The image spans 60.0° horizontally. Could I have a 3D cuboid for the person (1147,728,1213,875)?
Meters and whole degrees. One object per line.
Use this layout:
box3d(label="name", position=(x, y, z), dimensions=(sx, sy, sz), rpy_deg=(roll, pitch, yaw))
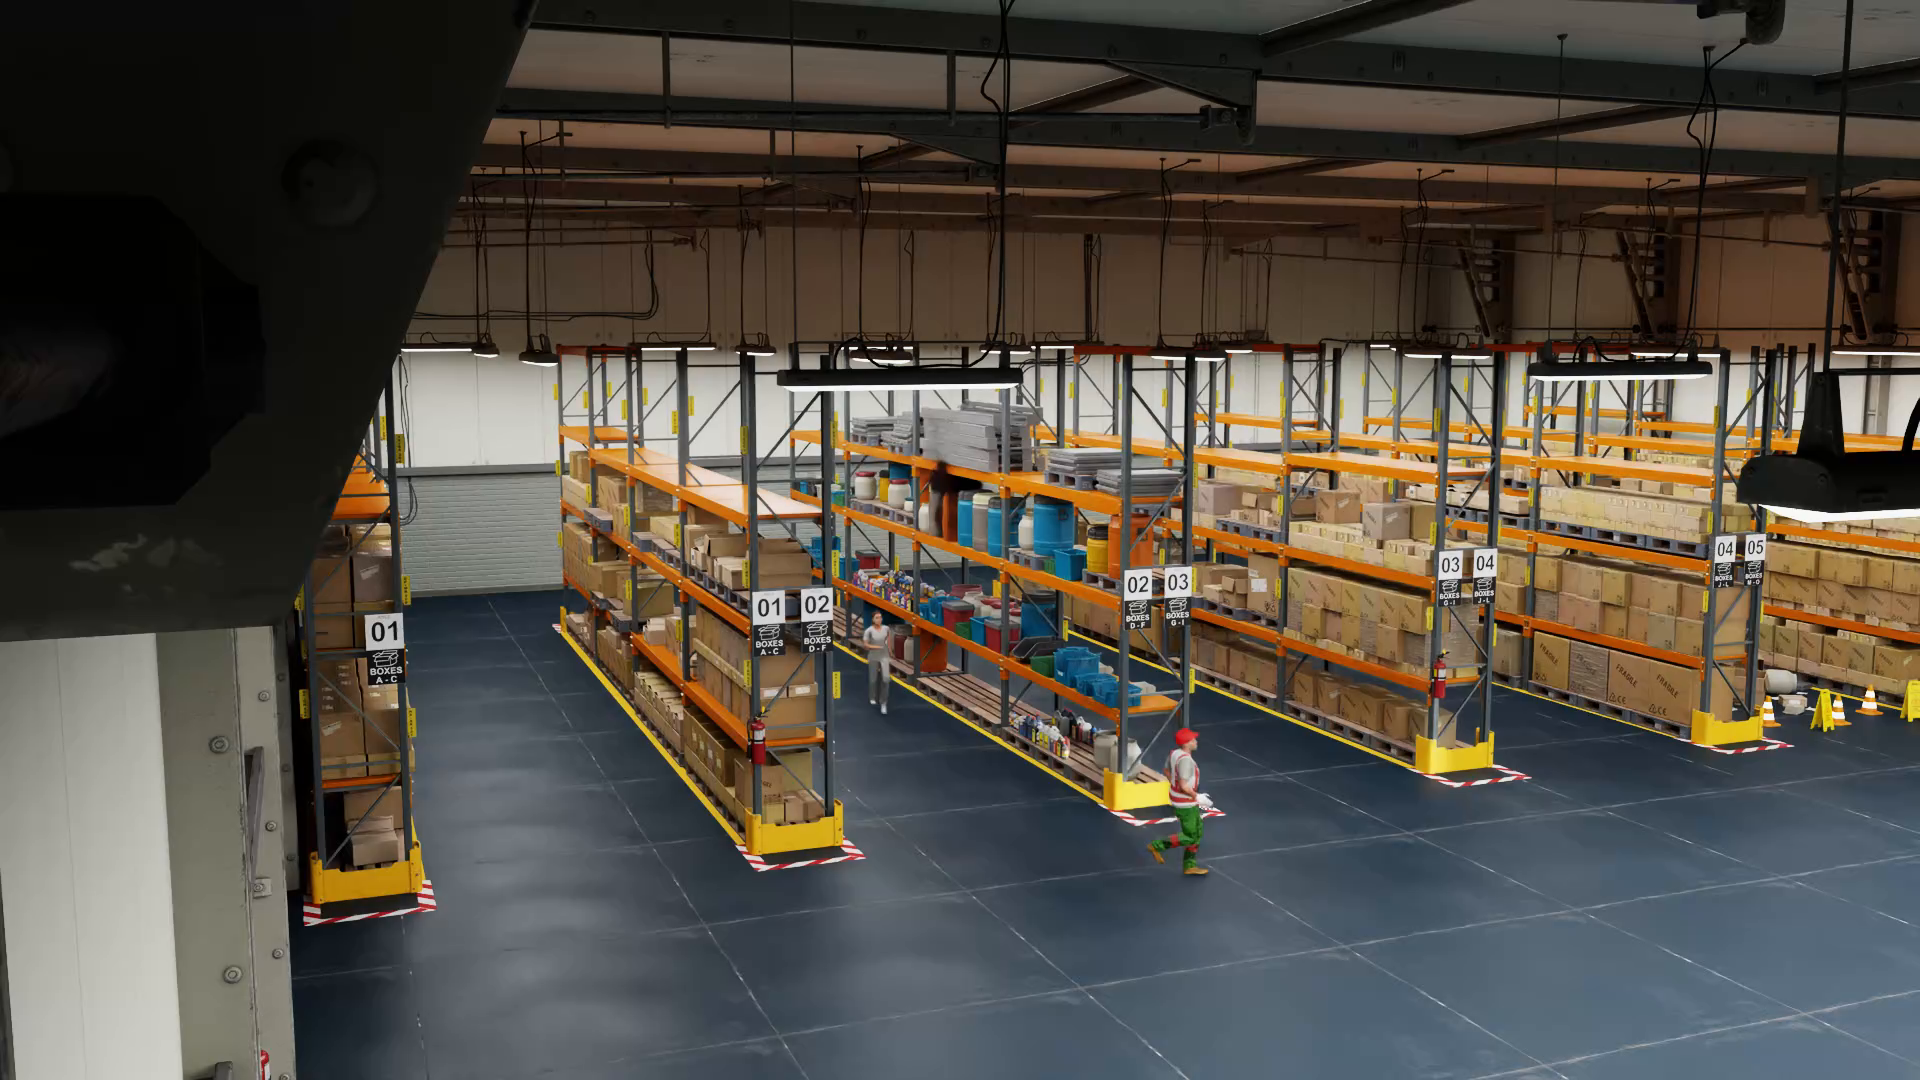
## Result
box3d(label="person", position=(2.524, 3.037, 19.273), dimensions=(0.749, 1.741, 0.667), rpy_deg=(-1, 7, -4))

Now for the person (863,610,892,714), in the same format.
box3d(label="person", position=(-1.357, 2.010, 27.573), dimensions=(0.514, 1.713, 0.817), rpy_deg=(-2, 7, -13))

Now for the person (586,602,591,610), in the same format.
box3d(label="person", position=(-7.875, 0.862, 36.400), dimensions=(0.809, 1.768, 0.613), rpy_deg=(3, 8, 24))
